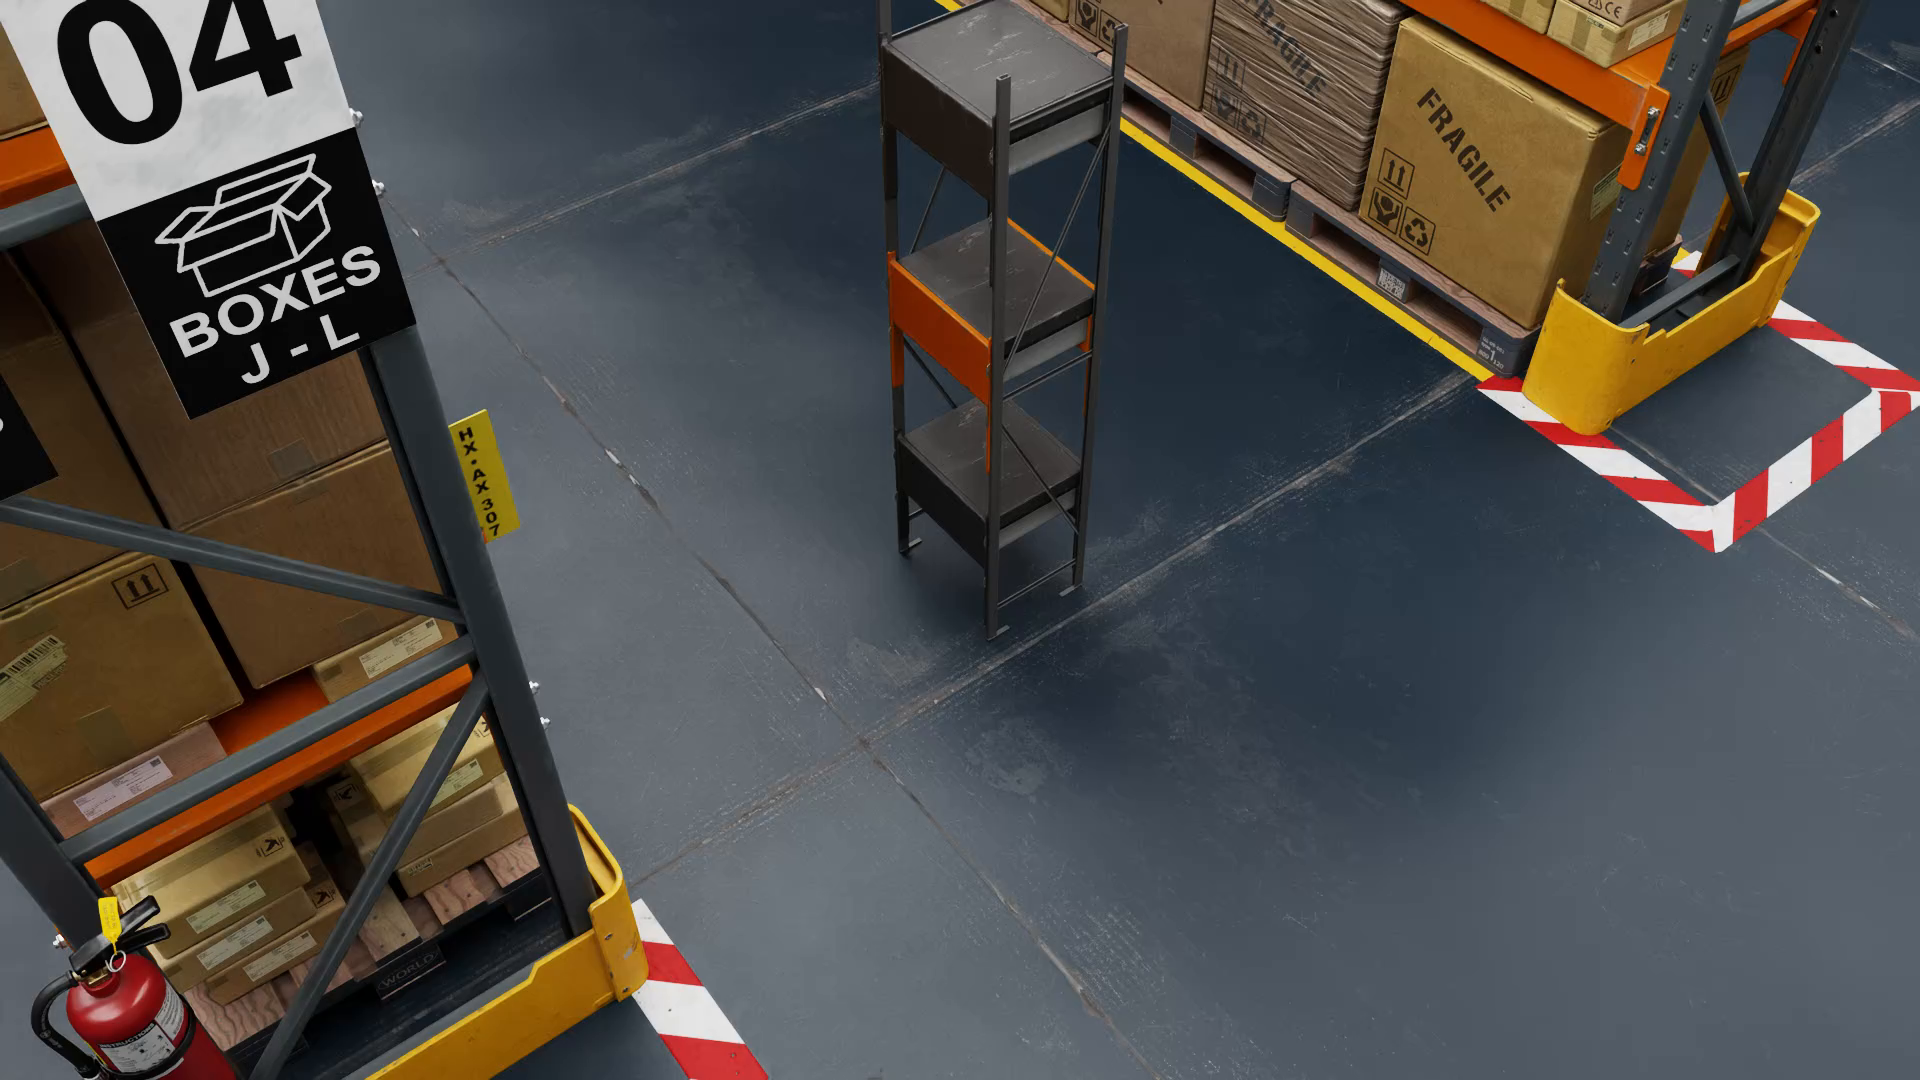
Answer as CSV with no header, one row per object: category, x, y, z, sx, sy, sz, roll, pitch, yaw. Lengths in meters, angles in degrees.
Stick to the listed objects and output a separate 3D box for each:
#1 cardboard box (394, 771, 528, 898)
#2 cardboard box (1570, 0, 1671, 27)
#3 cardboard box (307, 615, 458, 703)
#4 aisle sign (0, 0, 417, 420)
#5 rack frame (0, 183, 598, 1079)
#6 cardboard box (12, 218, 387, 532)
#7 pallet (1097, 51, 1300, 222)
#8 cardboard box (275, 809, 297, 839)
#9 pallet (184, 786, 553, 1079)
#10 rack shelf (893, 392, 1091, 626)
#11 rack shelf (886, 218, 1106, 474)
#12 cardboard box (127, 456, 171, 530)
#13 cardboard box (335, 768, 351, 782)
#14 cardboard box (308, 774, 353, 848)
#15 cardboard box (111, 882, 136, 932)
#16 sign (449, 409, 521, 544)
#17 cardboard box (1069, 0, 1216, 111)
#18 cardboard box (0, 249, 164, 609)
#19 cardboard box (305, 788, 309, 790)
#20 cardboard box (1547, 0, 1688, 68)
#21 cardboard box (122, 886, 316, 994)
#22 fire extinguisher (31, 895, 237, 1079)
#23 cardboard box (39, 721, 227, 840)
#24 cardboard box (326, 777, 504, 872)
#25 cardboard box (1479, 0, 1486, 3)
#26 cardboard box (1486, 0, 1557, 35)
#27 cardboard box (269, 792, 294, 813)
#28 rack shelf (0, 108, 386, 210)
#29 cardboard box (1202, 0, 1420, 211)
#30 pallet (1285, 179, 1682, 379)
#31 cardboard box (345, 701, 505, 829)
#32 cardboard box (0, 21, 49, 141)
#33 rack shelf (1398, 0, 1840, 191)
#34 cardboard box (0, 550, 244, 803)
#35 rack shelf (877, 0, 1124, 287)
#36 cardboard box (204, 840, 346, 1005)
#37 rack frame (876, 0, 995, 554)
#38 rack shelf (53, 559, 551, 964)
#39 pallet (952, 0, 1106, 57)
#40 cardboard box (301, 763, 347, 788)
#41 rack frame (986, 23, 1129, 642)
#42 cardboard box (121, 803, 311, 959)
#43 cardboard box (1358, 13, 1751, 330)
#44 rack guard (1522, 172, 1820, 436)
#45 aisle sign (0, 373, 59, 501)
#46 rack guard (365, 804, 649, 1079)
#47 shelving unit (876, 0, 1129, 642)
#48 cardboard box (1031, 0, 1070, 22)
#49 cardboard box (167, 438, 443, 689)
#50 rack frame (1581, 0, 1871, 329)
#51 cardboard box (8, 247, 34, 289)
cardboard box,-1.429,0.783,4.657,0.380,0.149,0.250,-28,54,-23
cardboard box,2.137,-1.963,5.405,0.500,0.250,0.500,-30,55,-25
cardboard box,-1.302,0.165,3.745,0.380,0.149,0.250,-30,54,-24
aisle sign,-1.084,-0.546,2.466,0.394,0.787,0.004,-29,54,-24
rack frame,-1.367,0.419,3.346,1.000,3.000,0.127,-29,54,-24
cardboard box,-1.428,-0.435,3.176,0.500,0.500,0.500,-30,54,-24
pallet,1.361,-1.965,7.389,1.003,0.211,1.213,-29,54,-24
cardboard box,-2.029,0.774,4.464,0.380,0.149,0.250,-31,55,-25
pallet,-1.877,0.815,4.868,1.003,0.211,1.213,-29,54,-24
rack shelf,0.100,-0.128,5.412,0.431,0.518,0.480,-29,54,-24
rack shelf,0.100,-0.598,4.894,0.431,0.518,0.480,-29,54,-24
cardboard box,-1.763,-0.408,3.827,0.500,0.500,0.500,-29,54,-24
cardboard box,-1.601,0.524,4.690,0.380,0.149,0.250,-30,54,-24
cardboard box,-1.653,0.665,4.763,0.380,0.149,0.250,-30,54,-24
cardboard box,-2.088,0.912,4.539,0.380,0.149,0.250,-28,54,-23
sign,-0.935,-0.116,3.246,0.100,0.325,0.005,-29,54,-24
cardboard box,1.101,-2.577,7.212,0.875,0.875,0.875,-29,54,-24
cardboard box,-1.842,-0.209,2.972,0.500,0.500,0.500,-30,55,-25
cardboard box,-1.809,0.522,4.893,0.380,0.149,0.250,-29,54,-24
cardboard box,2.164,-1.725,5.458,0.380,0.149,0.250,-28,54,-23
cardboard box,-1.914,0.952,4.302,0.380,0.149,0.250,-31,55,-25
fire extinguisher,-1.582,0.925,3.190,0.296,0.674,0.183,-29,54,-24
cardboard box,-1.789,0.437,3.498,0.380,0.149,0.250,-29,54,-24
cardboard box,-1.480,0.711,4.521,0.380,0.149,0.250,-27,53,-23
cardboard box,1.853,-2.026,5.732,0.380,0.149,0.250,-29,54,-24
cardboard box,2.005,-1.877,5.597,0.380,0.149,0.250,-29,54,-24
cardboard box,-1.996,0.663,4.364,0.380,0.149,0.250,-28,54,-23
rack shelf,-2.578,-1.527,3.570,1.077,0.370,4.000,-29,54,-24
cardboard box,1.639,-2.052,6.737,0.875,0.875,0.875,-29,54,-24
pallet,2.095,-1.247,6.738,1.003,0.211,1.213,-29,54,-24
cardboard box,-1.414,0.574,4.444,0.380,0.149,0.250,-32,55,-26
cardboard box,-1.435,-0.918,2.634,0.500,0.250,0.500,-28,53,-23
rack shelf,1.431,-2.684,6.645,1.077,0.370,4.000,-29,54,-24
cardboard box,-1.844,0.136,3.334,0.500,0.500,0.500,-28,54,-23
rack shelf,0.100,-1.069,4.375,0.431,0.518,0.480,-29,54,-24
cardboard box,-1.852,1.018,4.443,0.380,0.149,0.250,-29,54,-23
rack frame,-0.048,-0.752,5.014,0.400,2.100,0.015,-29,54,-24
rack shelf,-2.578,-0.519,4.681,1.077,0.370,4.000,-29,54,-24
pallet,0.618,-2.685,8.042,1.003,0.211,1.213,-29,54,-24
cardboard box,-1.676,0.465,4.543,0.380,0.149,0.250,-28,54,-23
rack frame,0.248,-0.464,4.753,0.400,2.100,0.015,-29,54,-24
cardboard box,-1.889,0.837,4.206,0.380,0.149,0.250,-29,54,-24
cardboard box,2.190,-1.516,6.250,0.875,0.875,0.875,-29,54,-24
rack guard,2.656,-0.893,6.222,1.175,0.500,0.348,-29,54,-24
aisle sign,-1.562,-0.277,2.222,0.394,0.787,0.004,-29,54,-24
rack guard,-1.413,1.213,4.313,1.175,0.500,0.348,-29,54,-24
shelving unit,0.100,-0.608,4.884,0.431,2.100,0.503,-29,54,-24
cardboard box,0.556,-3.108,7.693,0.875,0.875,0.875,-29,54,-24
cardboard box,-1.419,-0.104,3.551,0.500,0.500,0.500,-27,53,-22
rack frame,2.642,-1.747,5.309,1.000,3.000,0.127,-29,54,-24
cardboard box,-1.738,-0.729,3.443,0.500,0.500,0.500,-28,54,-23
